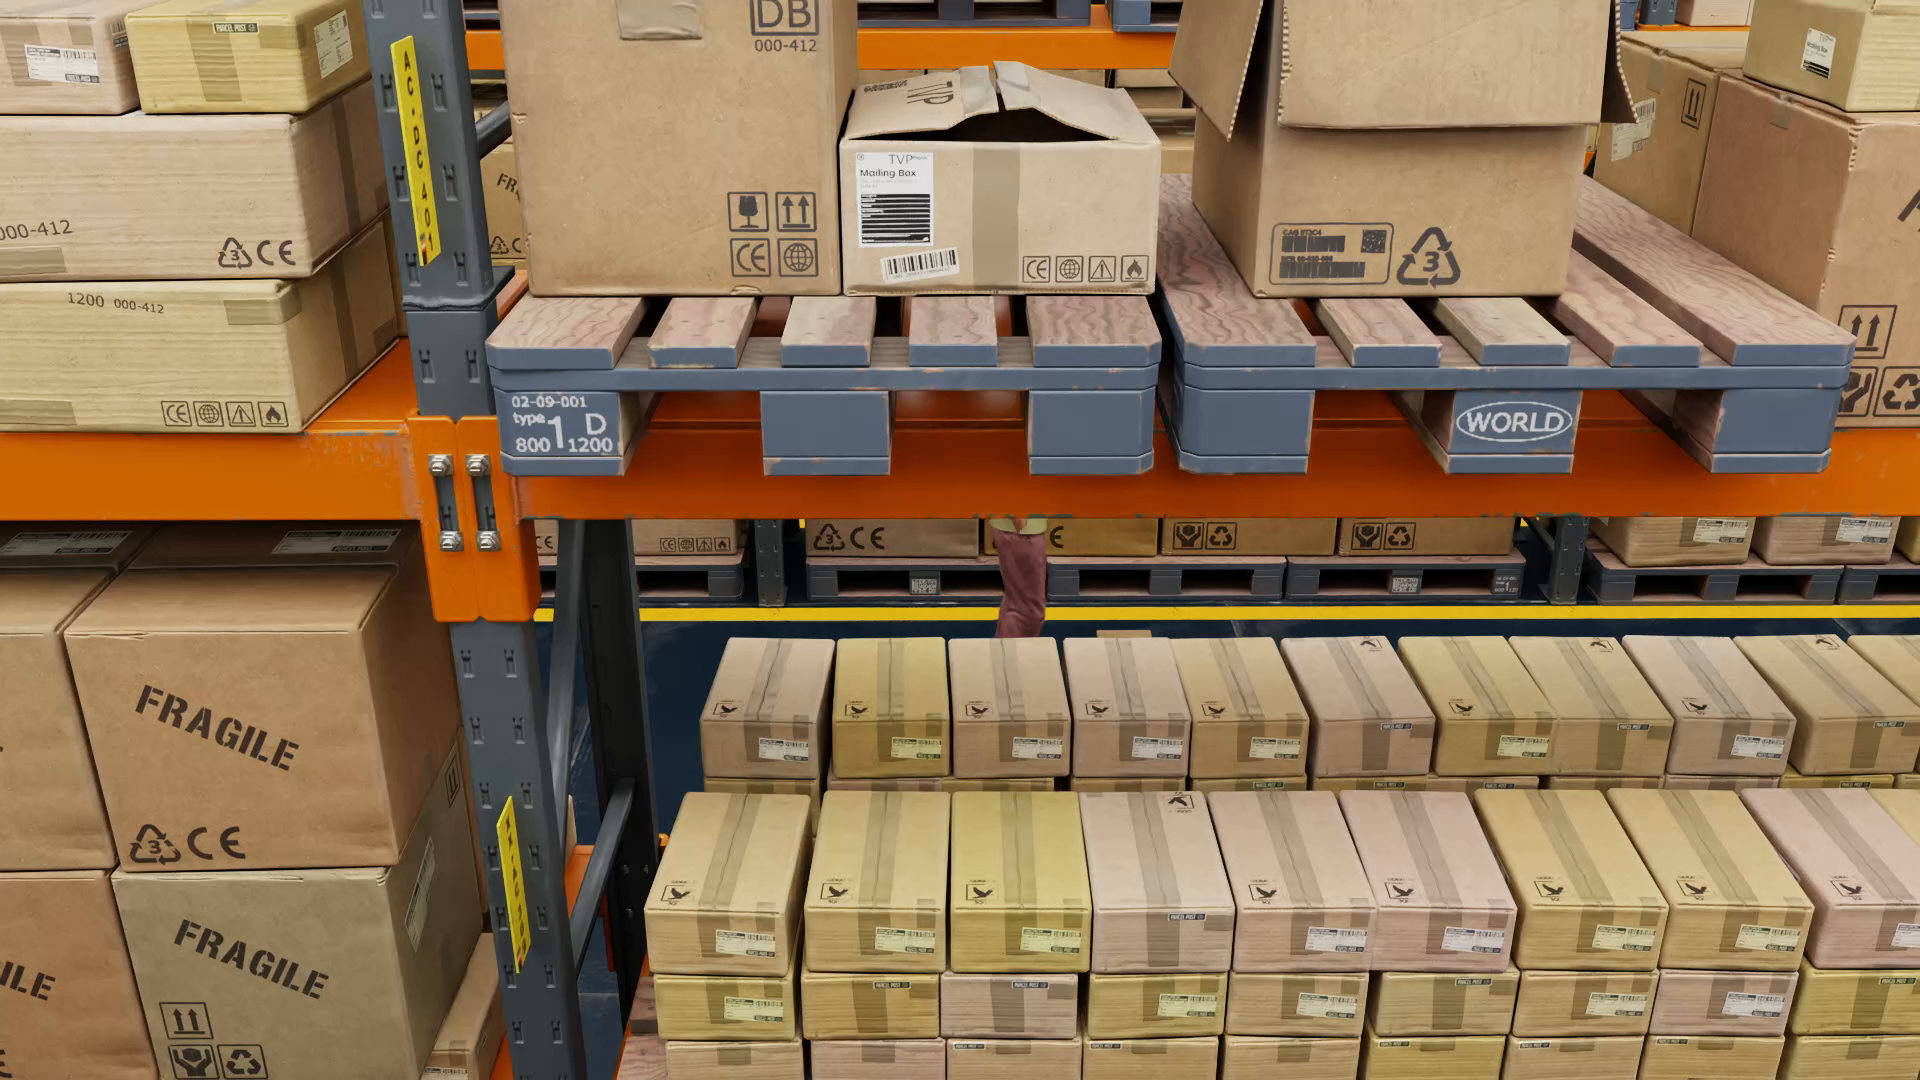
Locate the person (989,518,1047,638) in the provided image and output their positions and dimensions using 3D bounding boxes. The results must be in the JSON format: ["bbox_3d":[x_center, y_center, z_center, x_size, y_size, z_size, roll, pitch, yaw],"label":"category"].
[{"bbox_3d":[0.254,-0.072,7.278,0.365,1.670,0.447,0,24,0],"label":"person"}]
